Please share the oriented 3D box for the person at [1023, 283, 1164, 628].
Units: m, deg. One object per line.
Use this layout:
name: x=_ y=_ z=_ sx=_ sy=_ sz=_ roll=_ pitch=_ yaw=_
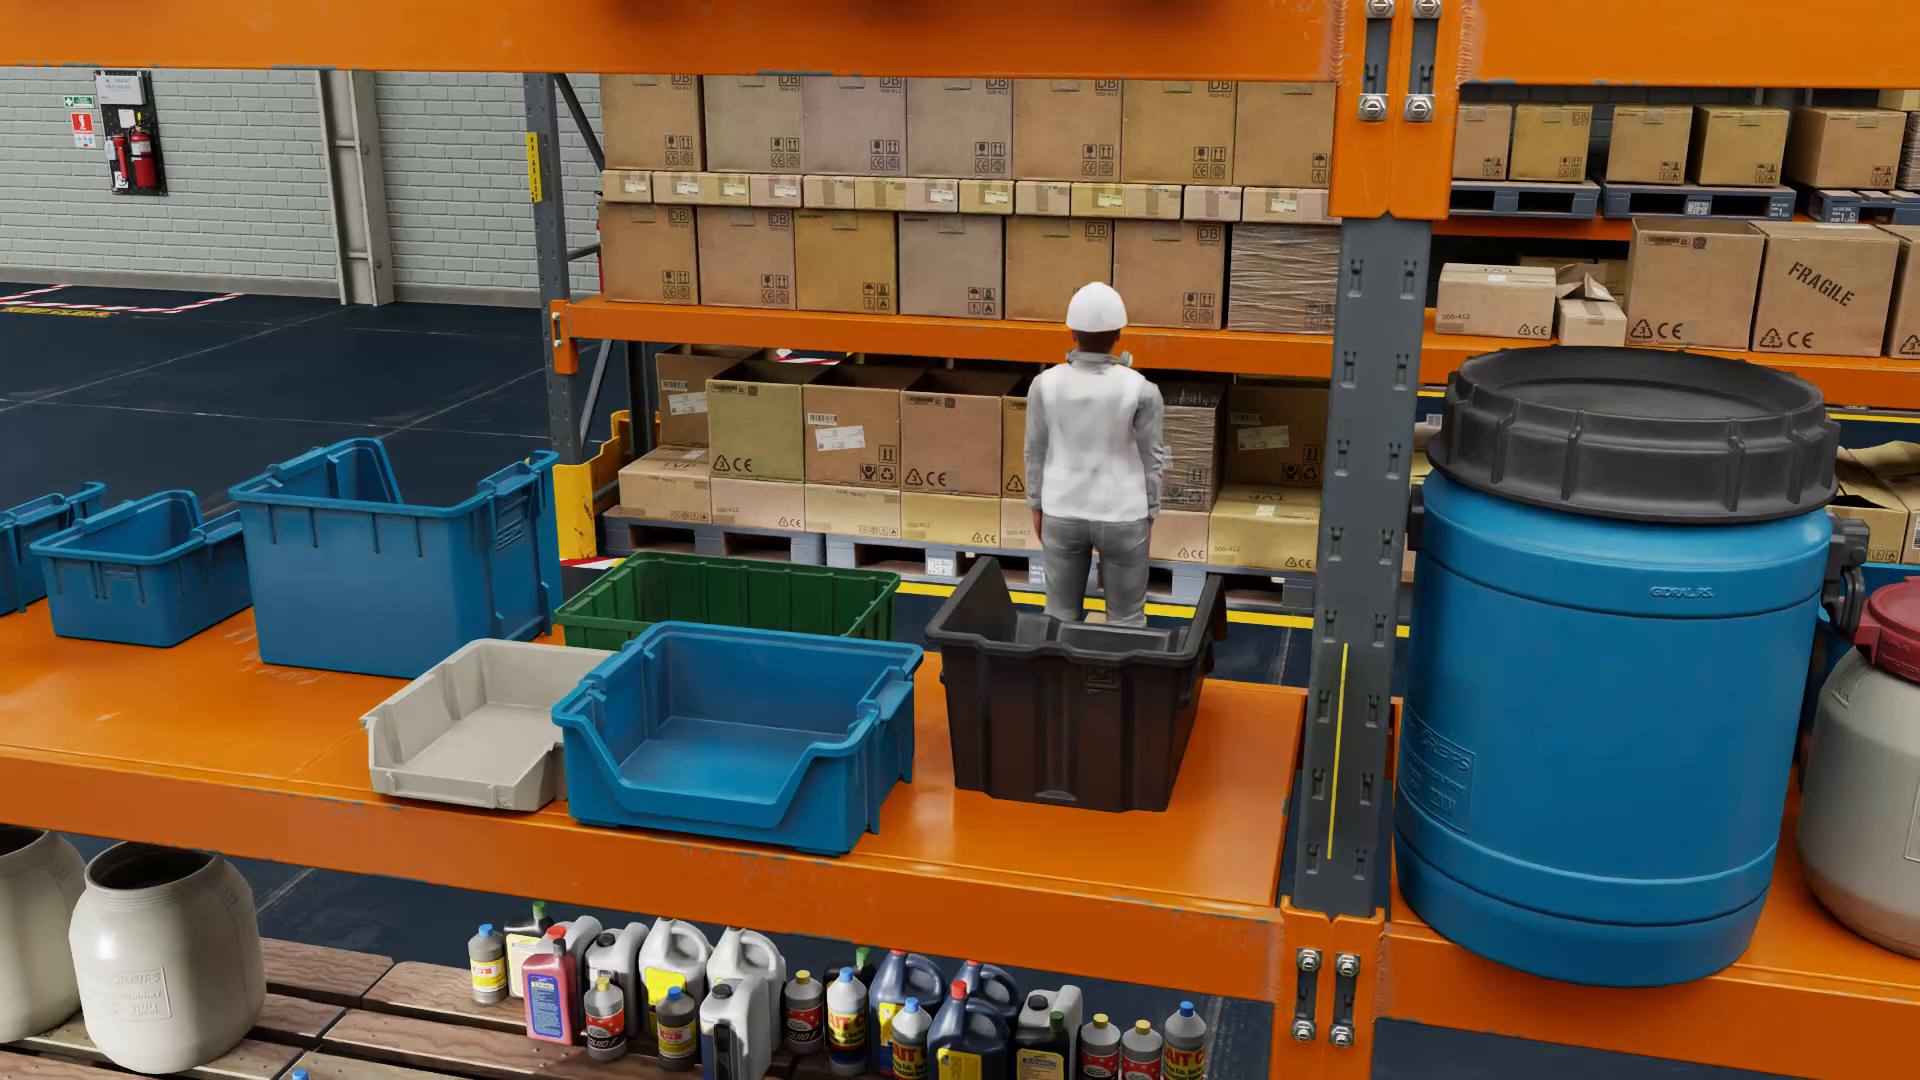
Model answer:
person: x=0.505 y=-0.099 z=6.331 sx=0.532 sy=1.765 sz=0.360 roll=5 pitch=19 yaw=15
